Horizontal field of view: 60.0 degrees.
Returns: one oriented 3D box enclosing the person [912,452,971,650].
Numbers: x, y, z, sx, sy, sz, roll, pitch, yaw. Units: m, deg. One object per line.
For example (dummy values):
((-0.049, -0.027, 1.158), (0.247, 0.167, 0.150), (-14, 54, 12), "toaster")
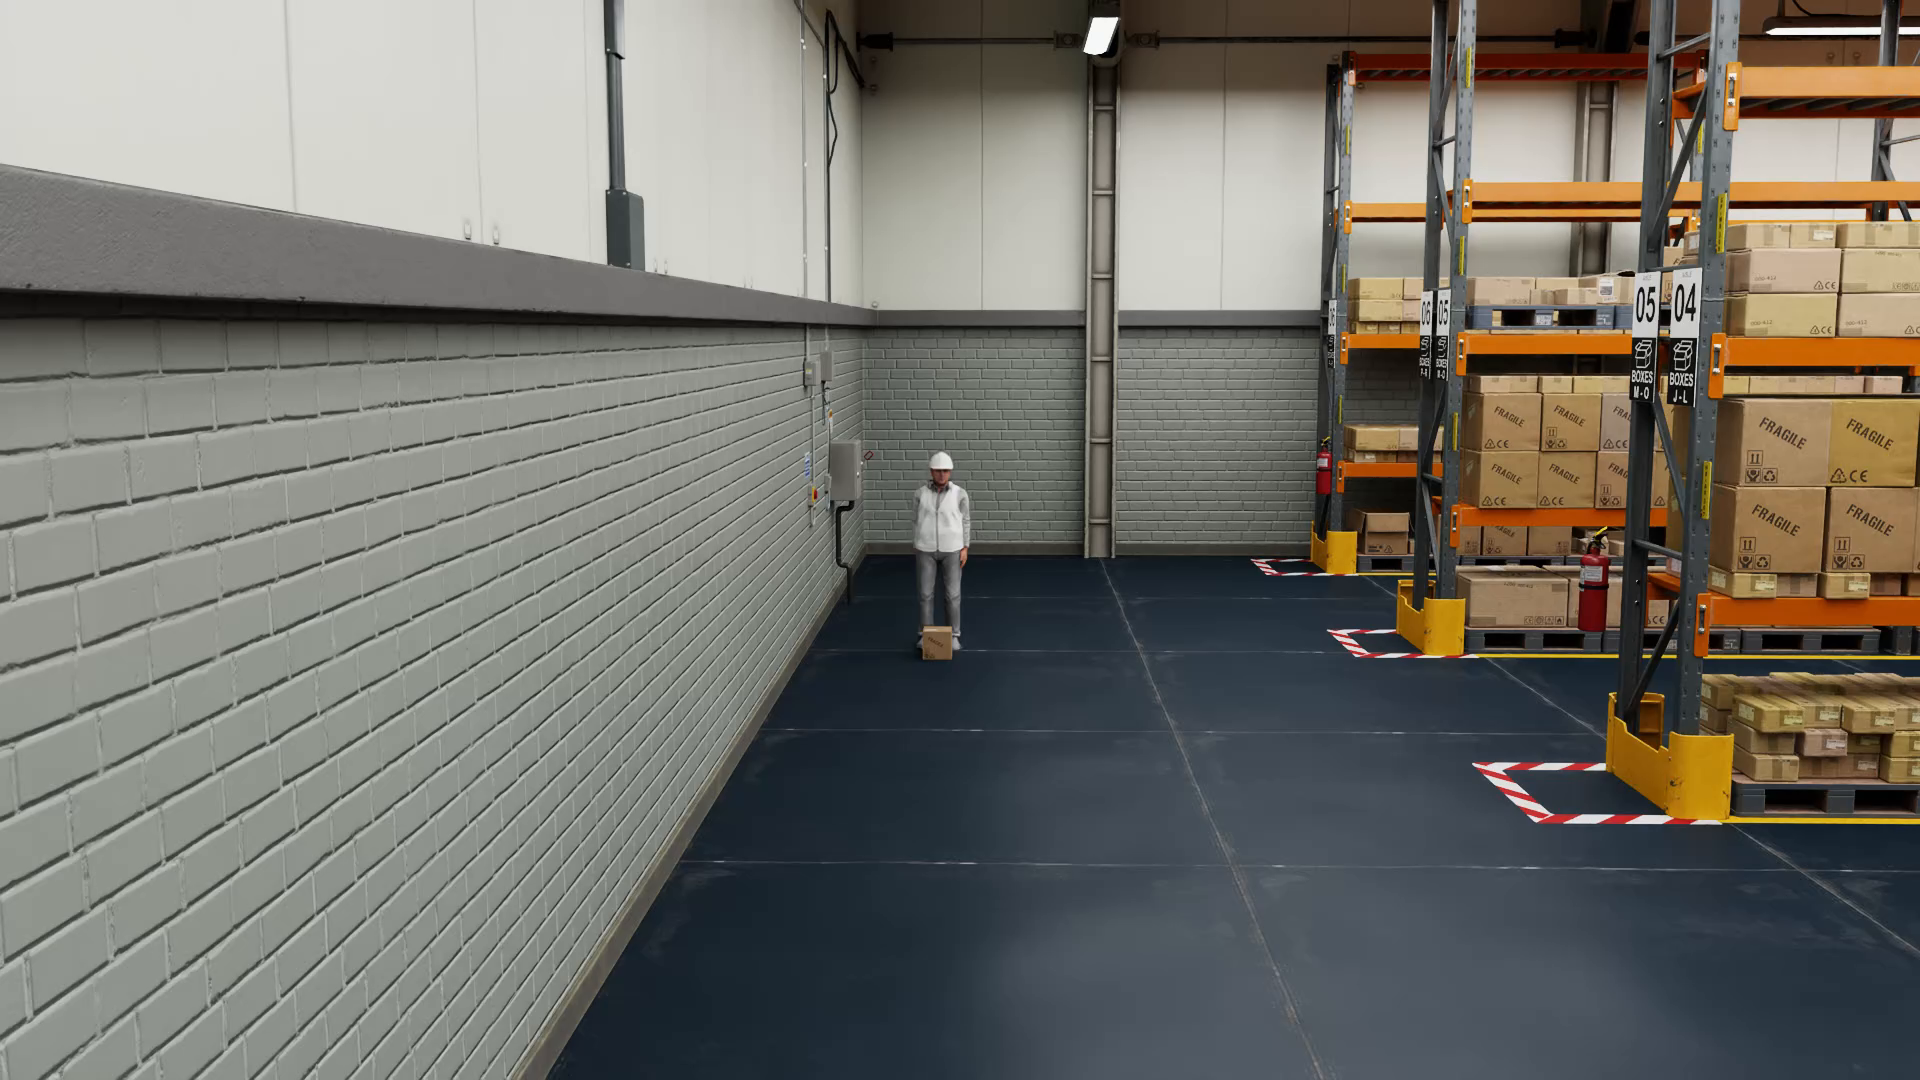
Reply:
((-0.172, 0.099, 14.953), (0.532, 1.778, 0.360), (0, 7, 3), "person")
